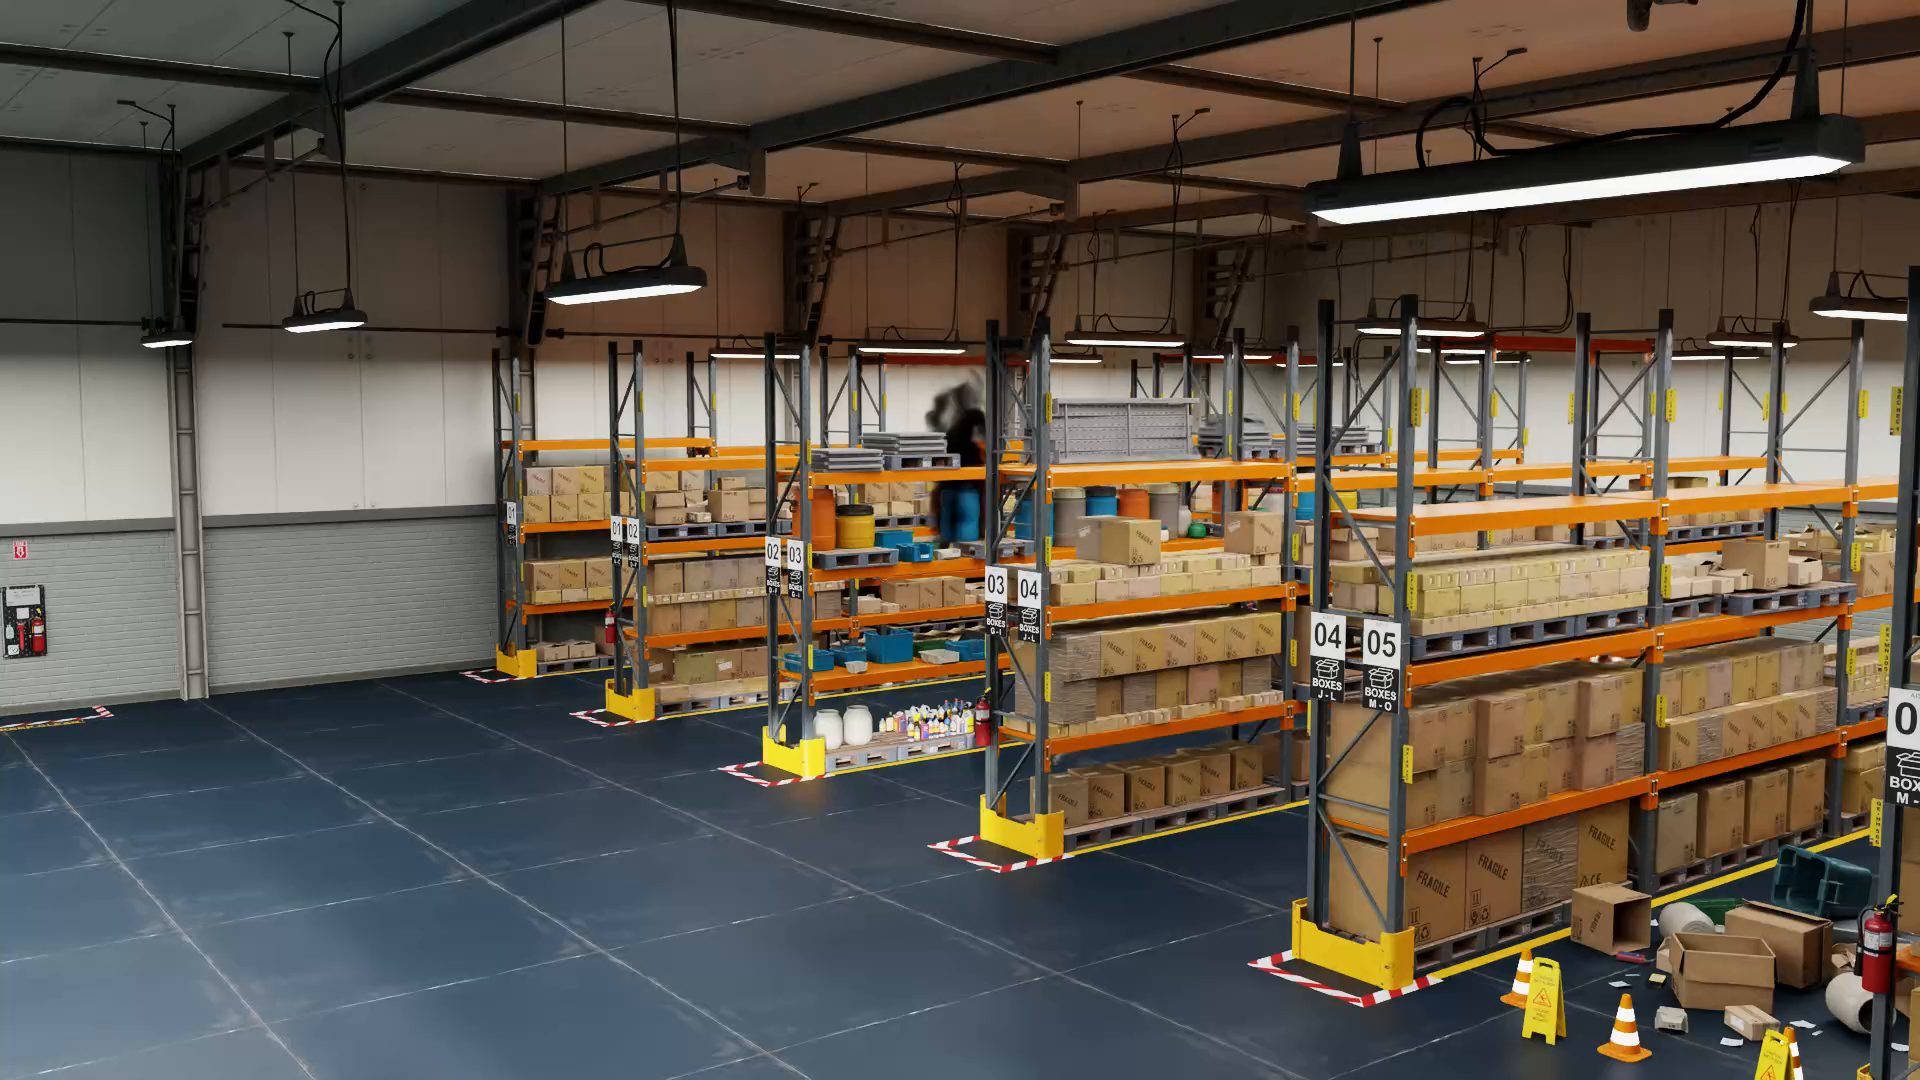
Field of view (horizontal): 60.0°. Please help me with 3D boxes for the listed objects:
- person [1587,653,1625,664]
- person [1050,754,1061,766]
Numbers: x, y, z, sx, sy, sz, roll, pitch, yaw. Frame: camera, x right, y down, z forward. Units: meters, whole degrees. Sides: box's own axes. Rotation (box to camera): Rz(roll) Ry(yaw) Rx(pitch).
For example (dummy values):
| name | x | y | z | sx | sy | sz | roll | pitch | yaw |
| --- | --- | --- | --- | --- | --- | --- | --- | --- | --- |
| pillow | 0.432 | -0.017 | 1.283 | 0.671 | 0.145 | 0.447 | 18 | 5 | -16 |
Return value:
| name | x | y | z | sx | sy | sz | roll | pitch | yaw |
| --- | --- | --- | --- | --- | --- | --- | --- | --- | --- |
| person | 8.867 | 2.265 | 22.911 | 0.717 | 1.857 | 0.692 | -5 | 7 | -42 |
| person | 1.106 | 2.194 | 21.657 | 0.532 | 1.562 | 0.515 | 4 | 6 | 38 |
